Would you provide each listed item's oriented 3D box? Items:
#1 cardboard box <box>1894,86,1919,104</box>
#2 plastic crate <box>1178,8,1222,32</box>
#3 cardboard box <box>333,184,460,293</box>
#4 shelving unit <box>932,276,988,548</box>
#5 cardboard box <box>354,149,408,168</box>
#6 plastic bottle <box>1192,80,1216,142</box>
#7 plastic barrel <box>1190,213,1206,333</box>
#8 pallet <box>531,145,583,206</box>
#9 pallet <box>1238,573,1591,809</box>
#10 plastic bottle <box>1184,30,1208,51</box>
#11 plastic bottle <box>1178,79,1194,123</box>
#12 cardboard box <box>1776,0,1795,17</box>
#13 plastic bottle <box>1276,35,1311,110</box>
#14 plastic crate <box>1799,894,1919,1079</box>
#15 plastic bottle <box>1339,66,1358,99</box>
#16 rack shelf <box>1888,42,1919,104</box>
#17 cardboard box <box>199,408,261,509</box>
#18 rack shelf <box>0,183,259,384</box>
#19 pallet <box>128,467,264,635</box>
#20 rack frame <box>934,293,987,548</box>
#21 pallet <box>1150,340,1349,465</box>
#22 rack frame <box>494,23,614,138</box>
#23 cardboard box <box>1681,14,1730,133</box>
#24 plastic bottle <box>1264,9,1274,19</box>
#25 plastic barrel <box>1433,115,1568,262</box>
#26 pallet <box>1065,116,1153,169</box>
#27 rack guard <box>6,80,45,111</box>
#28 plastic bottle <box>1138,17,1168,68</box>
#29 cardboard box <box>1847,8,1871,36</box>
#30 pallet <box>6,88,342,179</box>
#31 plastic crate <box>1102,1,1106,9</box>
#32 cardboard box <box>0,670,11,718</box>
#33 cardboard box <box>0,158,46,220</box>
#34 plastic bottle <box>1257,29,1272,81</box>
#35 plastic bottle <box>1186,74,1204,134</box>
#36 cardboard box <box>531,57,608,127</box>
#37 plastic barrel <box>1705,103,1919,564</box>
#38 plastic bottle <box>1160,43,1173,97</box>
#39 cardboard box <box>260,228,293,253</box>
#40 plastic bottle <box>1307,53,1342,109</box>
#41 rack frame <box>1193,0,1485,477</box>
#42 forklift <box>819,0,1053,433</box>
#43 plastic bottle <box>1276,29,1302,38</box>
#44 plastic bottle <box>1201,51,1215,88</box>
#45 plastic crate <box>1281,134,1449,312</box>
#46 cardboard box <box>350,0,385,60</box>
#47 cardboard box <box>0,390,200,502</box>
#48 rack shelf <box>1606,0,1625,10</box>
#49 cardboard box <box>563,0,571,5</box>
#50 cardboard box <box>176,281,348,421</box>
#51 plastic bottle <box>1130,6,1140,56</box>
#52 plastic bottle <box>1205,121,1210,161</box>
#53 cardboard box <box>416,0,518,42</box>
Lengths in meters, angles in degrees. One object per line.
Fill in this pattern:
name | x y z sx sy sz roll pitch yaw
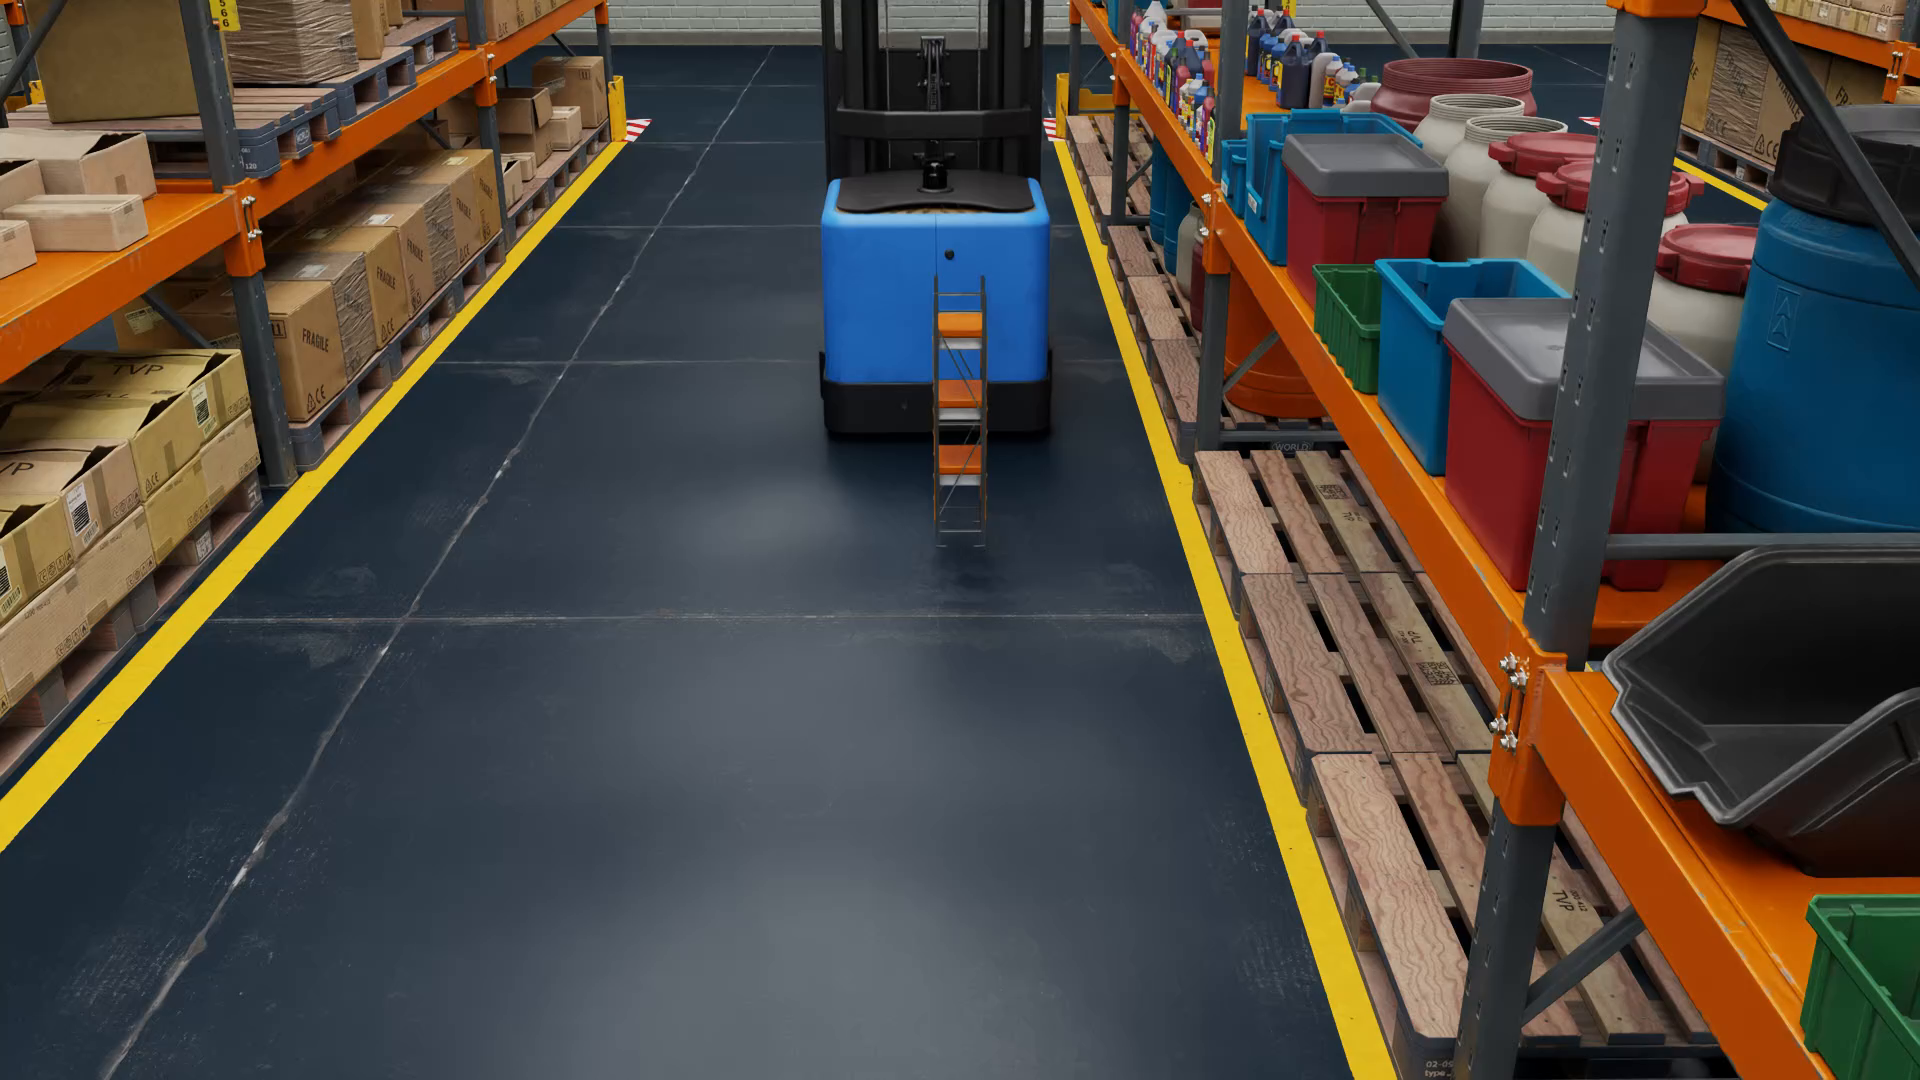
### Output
cardboard box | 6.469 -2.260 10.175 1.225 0.875 0.875 0 24 0
plastic crate | 1.628 -3.377 10.825 0.396 0.136 0.243 0 24 -1
cardboard box | -3.169 -1.706 9.382 0.500 0.500 0.500 0 24 0
shelving unit | -0.001 -0.500 6.582 0.215 1.050 0.252 0 24 -1
cardboard box | -3.702 -2.118 10.293 0.500 0.500 0.500 -1 24 -3
plastic bottle | 1.115 -1.959 7.597 0.097 0.271 0.097 0 24 0
plastic barrel | 1.499 -1.389 8.598 0.600 0.588 0.708 0 24 -1
pallet | -3.486 -2.773 12.626 1.003 0.211 1.213 0 24 -1
pallet | 1.513 0.462 5.473 1.003 0.211 1.213 0 24 -1
plastic bottle | 1.276 -2.648 9.115 0.152 0.276 0.135 0 24 -1
plastic bottle | 1.109 -2.127 8.055 0.097 0.201 0.097 0 24 0
cardboard box | 6.097 -3.839 11.904 0.380 0.149 0.250 -1 24 -1
plastic bottle | 1.688 -2.368 8.406 0.144 0.351 0.185 0 24 -1
plastic crate | 1.310 0.676 1.873 0.450 0.188 0.662 0 24 -1
plastic bottle | 1.869 -2.139 7.996 0.097 0.271 0.097 0 24 0
rack shelf | 6.464 -2.148 8.733 1.077 0.370 4.000 0 24 -1
cardboard box | -3.170 -0.332 6.670 0.500 0.250 0.500 0 24 1
rack shelf | -3.398 -0.457 4.993 1.077 0.370 4.000 0 24 -1
pallet | -3.450 0.001 6.491 1.003 0.211 1.213 0 24 -1
rack frame | 0.001 -0.450 6.471 0.200 1.050 0.008 0 24 -1
pallet | 1.483 -0.684 8.005 1.003 0.211 1.213 0 24 -1
rack frame | -3.507 -4.905 13.956 1.000 3.000 0.127 0 24 -1
cardboard box | 6.486 -3.908 13.820 0.875 0.875 0.875 0 24 -1
plastic bottle | 1.817 -3.060 10.027 0.152 0.276 0.135 0 24 -1
plastic barrel | 1.763 -1.084 5.371 0.421 0.512 0.421 0 24 0
pallet | 1.416 -3.315 13.825 1.003 0.211 1.213 0 24 -1
rack guard | -8.461 -3.752 14.440 1.175 0.500 0.348 0 24 -1
plastic bottle | 1.118 -2.878 9.624 0.152 0.276 0.135 0 24 -1
cardboard box | 6.108 -3.416 10.968 0.380 0.149 0.250 0 24 0
pallet | -3.497 -1.800 7.324 1.213 0.211 1.003 0 24 -1
plastic crate | 1.170 -3.901 11.983 0.293 0.136 0.466 0 24 -1
cardboard box | -3.145 0.510 4.810 0.500 0.250 0.500 -1 24 -2
cardboard box | -3.604 -1.199 5.869 0.500 0.311 0.500 -1 24 -1
plastic bottle | 1.702 -2.692 9.217 0.097 0.271 0.097 0 24 0
plastic bottle | 1.113 -2.039 7.774 0.097 0.271 0.097 0 24 0
cardboard box | -3.255 -3.744 13.887 0.500 0.500 0.500 0 24 -1
plastic barrel | 1.876 -0.370 3.320 0.600 0.901 0.708 0 24 -1
plastic bottle | 1.101 -2.462 8.709 0.097 0.271 0.097 0 24 0
cardboard box | -3.670 -1.268 8.413 0.500 0.500 0.500 -1 24 -2
plastic bottle | 1.837 -2.324 8.399 0.152 0.276 0.135 0 24 -1
rack frame | 1.533 -1.630 6.713 1.000 3.000 0.127 0 24 -1
forklift | -0.140 -2.390 8.478 1.130 2.935 3.031 -1 24 -1
plastic bottle | 1.827 -2.702 9.235 0.152 0.276 0.135 0 24 -1
plastic bottle | 1.232 -2.289 8.312 0.061 0.283 0.133 0 24 -1
plastic crate | 1.245 -0.991 5.224 0.402 0.464 0.583 0 24 -1
cardboard box | -3.382 -2.766 8.595 0.700 0.500 0.500 -6 25 -14
cardboard box | -3.156 -0.374 6.083 0.500 0.311 0.500 -1 24 -1
rack shelf | 1.555 -1.844 4.421 1.077 0.370 4.000 0 24 -1
cardboard box | -3.221 -4.348 12.603 0.500 0.500 0.500 0 24 0
cardboard box | -3.139 -0.859 7.509 0.500 0.500 0.500 1 24 2
plastic bottle | 1.067 -3.072 10.043 0.061 0.283 0.133 0 24 -1
plastic bottle | 1.119 -1.751 7.223 0.097 0.201 0.097 0 24 0
cardboard box | -3.196 -3.514 10.758 0.500 0.500 0.500 0 24 1
